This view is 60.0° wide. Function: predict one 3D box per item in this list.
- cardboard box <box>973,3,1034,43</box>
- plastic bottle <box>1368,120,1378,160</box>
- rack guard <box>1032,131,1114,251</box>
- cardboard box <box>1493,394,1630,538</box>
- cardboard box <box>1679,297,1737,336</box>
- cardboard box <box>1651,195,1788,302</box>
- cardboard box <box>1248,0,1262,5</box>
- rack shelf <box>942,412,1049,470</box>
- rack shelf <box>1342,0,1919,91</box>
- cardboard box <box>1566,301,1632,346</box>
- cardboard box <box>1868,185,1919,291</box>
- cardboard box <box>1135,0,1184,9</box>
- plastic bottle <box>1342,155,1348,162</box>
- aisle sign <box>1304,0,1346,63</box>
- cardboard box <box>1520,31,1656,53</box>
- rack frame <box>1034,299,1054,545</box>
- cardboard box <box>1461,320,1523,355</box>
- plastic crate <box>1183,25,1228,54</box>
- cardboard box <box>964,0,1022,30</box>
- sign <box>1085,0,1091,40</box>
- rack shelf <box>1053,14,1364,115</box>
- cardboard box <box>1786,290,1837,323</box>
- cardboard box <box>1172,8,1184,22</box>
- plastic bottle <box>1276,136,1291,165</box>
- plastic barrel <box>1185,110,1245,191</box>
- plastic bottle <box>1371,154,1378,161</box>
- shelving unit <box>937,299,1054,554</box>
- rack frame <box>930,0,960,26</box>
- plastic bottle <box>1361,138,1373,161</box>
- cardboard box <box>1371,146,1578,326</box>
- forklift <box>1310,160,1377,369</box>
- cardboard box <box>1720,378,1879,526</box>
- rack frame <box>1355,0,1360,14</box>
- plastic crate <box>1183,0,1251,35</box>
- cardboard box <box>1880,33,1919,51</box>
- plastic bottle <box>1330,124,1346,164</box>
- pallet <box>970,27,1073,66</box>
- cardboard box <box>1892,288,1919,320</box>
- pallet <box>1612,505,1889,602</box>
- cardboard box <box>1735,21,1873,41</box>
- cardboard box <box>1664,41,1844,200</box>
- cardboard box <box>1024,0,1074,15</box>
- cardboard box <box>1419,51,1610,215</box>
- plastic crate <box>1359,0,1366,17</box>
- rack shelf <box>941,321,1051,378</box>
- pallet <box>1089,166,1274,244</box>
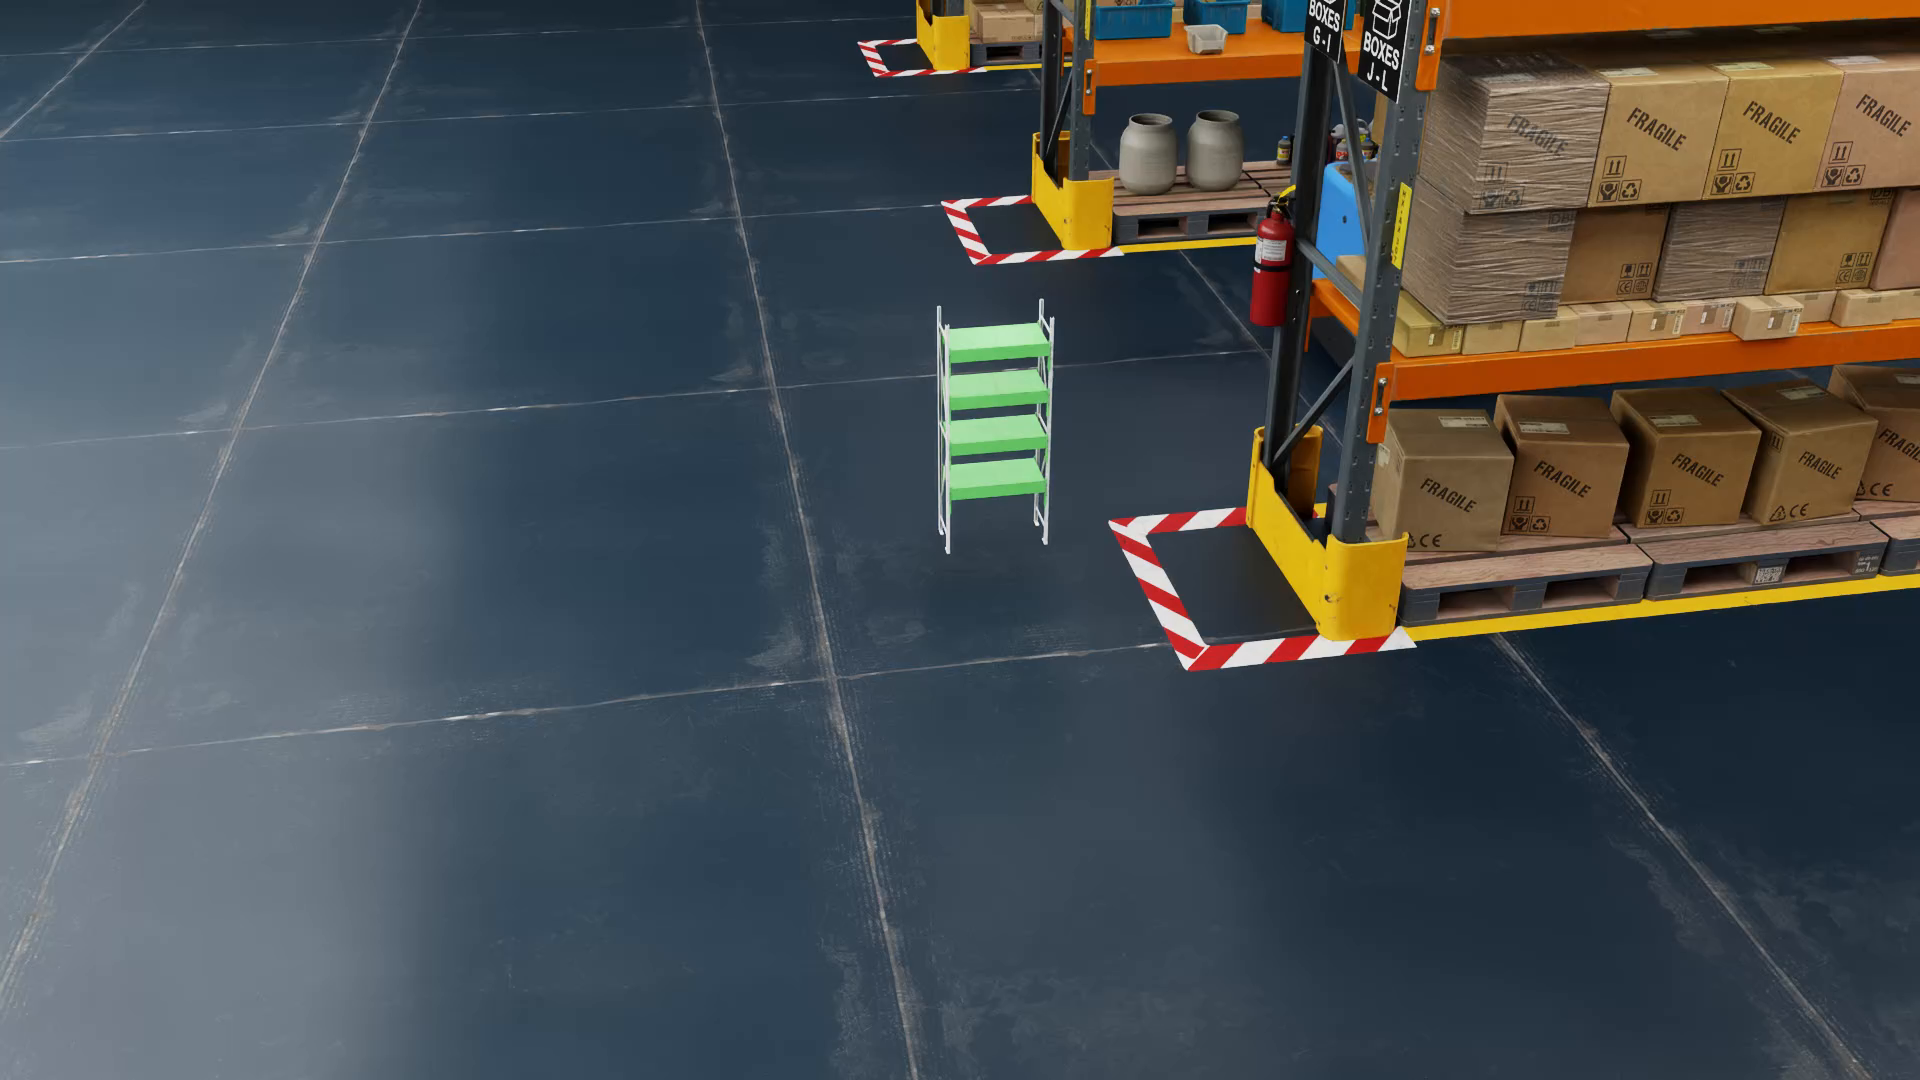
[{"bbox_3d":[0.421,-5.005,16.102,0.500,0.250,0.500,-5,31,-9],"label":"cardboard box"},{"bbox_3d":[3.204,-3.092,12.728,0.185,0.351,0.144,-6,31,-9],"label":"plastic bottle"},{"bbox_3d":[0.808,-2.555,12.101,0.348,0.500,1.175,-5,31,-9],"label":"rack guard"},{"bbox_3d":[2.833,-0.356,7.948,0.500,0.500,0.500,2,31,4],"label":"cardboard box"},{"bbox_3d":[3.186,-1.048,7.322,0.250,0.149,0.380,-5,31,-9],"label":"cardboard box"},{"bbox_3d":[3.150,-1.470,7.398,0.500,0.500,0.875,-5,31,-9],"label":"cardboard box"},{"bbox_3d":[2.877,-5.565,16.313,0.500,0.500,0.500,-5,31,-9],"label":"cardboard box"},{"bbox_3d":[0.163,-0.477,8.004,0.480,0.148,0.258,-5,31,-9],"label":"rack shelf"},{"bbox_3d":[3.601,-2.298,6.949,4.000,0.370,1.077,-5,31,-9],"label":"rack shelf"},{"bbox_3d":[2.697,-0.993,7.227,0.250,0.149,0.380,-5,31,-9],"label":"cardboard box"},{"bbox_3d":[4.143,-1.534,7.508,0.500,0.500,0.875,-5,31,-9],"label":"cardboard box"},{"bbox_3d":[1.897,-5.464,16.142,0.500,0.500,0.500,-5,31,-9],"label":"cardboard box"},{"bbox_3d":[2.807,-2.642,12.030,0.133,0.283,0.061,-5,31,-8],"label":"plastic bottle"},{"bbox_3d":[1.519,-2.397,6.802,0.004,0.787,0.394,-5,31,-9],"label":"aisle sign"},{"bbox_3d":[2.621,-1.956,7.239,0.500,0.500,0.500,-5,31,-9],"label":"cardboard box"},{"bbox_3d":[0.403,-0.555,8.009,0.015,1.200,0.240,-5,31,-9],"label":"rack frame"},{"bbox_3d":[2.207,-0.944,7.144,0.250,0.149,0.380,-5,31,-9],"label":"cardboard box"},{"bbox_3d":[1.680,-3.409,11.349,0.250,0.136,0.298,-5,31,-9],"label":"plastic crate"},{"bbox_3d":[0.328,-5.264,16.541,0.500,0.250,0.500,-5,31,-9],"label":"cardboard box"},{"bbox_3d":[0.837,-3.446,10.879,0.005,0.325,0.100,-5,31,-9],"label":"sign"},{"bbox_3d":[2.709,-3.474,11.909,4.000,0.370,1.077,-5,31,-9],"label":"rack shelf"},{"bbox_3d":[3.672,-1.109,7.424,0.250,0.149,0.380,-5,31,-9],"label":"cardboard box"},{"bbox_3d":[1.897,-5.142,16.333,0.500,0.250,0.500,-5,31,-9],"label":"cardboard box"},{"bbox_3d":[2.469,-2.971,12.671,0.097,0.201,0.097,0,30,0],"label":"plastic bottle"},{"bbox_3d":[1.868,-2.854,12.185,0.421,0.512,0.421,0,30,0],"label":"plastic barrel"},{"bbox_3d":[3.017,-2.666,12.082,0.097,0.271,0.097,0,30,0],"label":"plastic bottle"},{"bbox_3d":[0.163,-0.532,7.972,0.503,1.200,0.258,-5,31,-9],"label":"shelving unit"},{"bbox_3d":[-0.147,-6.072,15.617,0.127,3.000,1.000,-5,31,-9],"label":"rack frame"},{"bbox_3d":[3.086,-2.954,12.641,0.097,0.201,0.097,0,30,0],"label":"plastic bottle"},{"bbox_3d":[2.180,-1.340,7.178,0.500,0.500,0.875,-5,31,-9],"label":"cardboard box"},{"bbox_3d":[3.710,-2.472,9.563,3.031,2.935,1.130,-4,31,-7],"label":"forklift"},{"bbox_3d":[4.009,-0.432,8.078,0.500,0.500,0.500,-8,31,-13],"label":"cardboard box"},{"bbox_3d":[3.788,-6.437,16.238,0.127,3.000,1.000,-5,31,-9],"label":"rack frame"},{"bbox_3d":[1.820,-3.789,11.881,0.408,0.251,0.499,-5,31,-9],"label":"plastic crate"},{"bbox_3d":[4.192,-1.830,7.024,0.500,0.500,0.500,-5,31,-9],"label":"cardboard box"},{"bbox_3d":[2.859,-3.025,12.689,0.135,0.276,0.152,-6,31,-10],"label":"plastic bottle"},{"bbox_3d":[0.598,-4.960,16.478,1.213,0.211,1.003,-5,31,-9],"label":"pallet"},{"bbox_3d":[4.172,-1.133,7.466,0.250,0.149,0.380,-5,31,-9],"label":"cardboard box"},{"bbox_3d":[3.712,-0.103,8.217,1.213,0.211,1.003,-5,31,-9],"label":"pallet"},{"bbox_3d":[3.607,-2.042,7.386,0.500,0.500,0.500,-5,31,-9],"label":"cardboard box"},{"bbox_3d":[3.209,-1.737,6.867,0.500,0.500,0.500,-5,31,-9],"label":"cardboard box"},{"bbox_3d":[0.912,-5.375,15.991,0.500,0.500,0.500,-5,31,-9],"label":"cardboard box"},{"bbox_3d":[2.224,-1.649,6.716,0.500,0.500,0.500,-5,31,-9],"label":"cardboard box"},{"bbox_3d":[3.290,-3.892,12.119,0.662,0.188,0.450,-5,31,-9],"label":"plastic crate"},{"bbox_3d":[0.163,-0.891,7.761,0.480,0.148,0.258,-5,31,-9],"label":"rack shelf"},{"bbox_3d":[1.608,-2.501,12.296,1.213,0.211,1.003,-5,31,-9],"label":"pallet"}]
